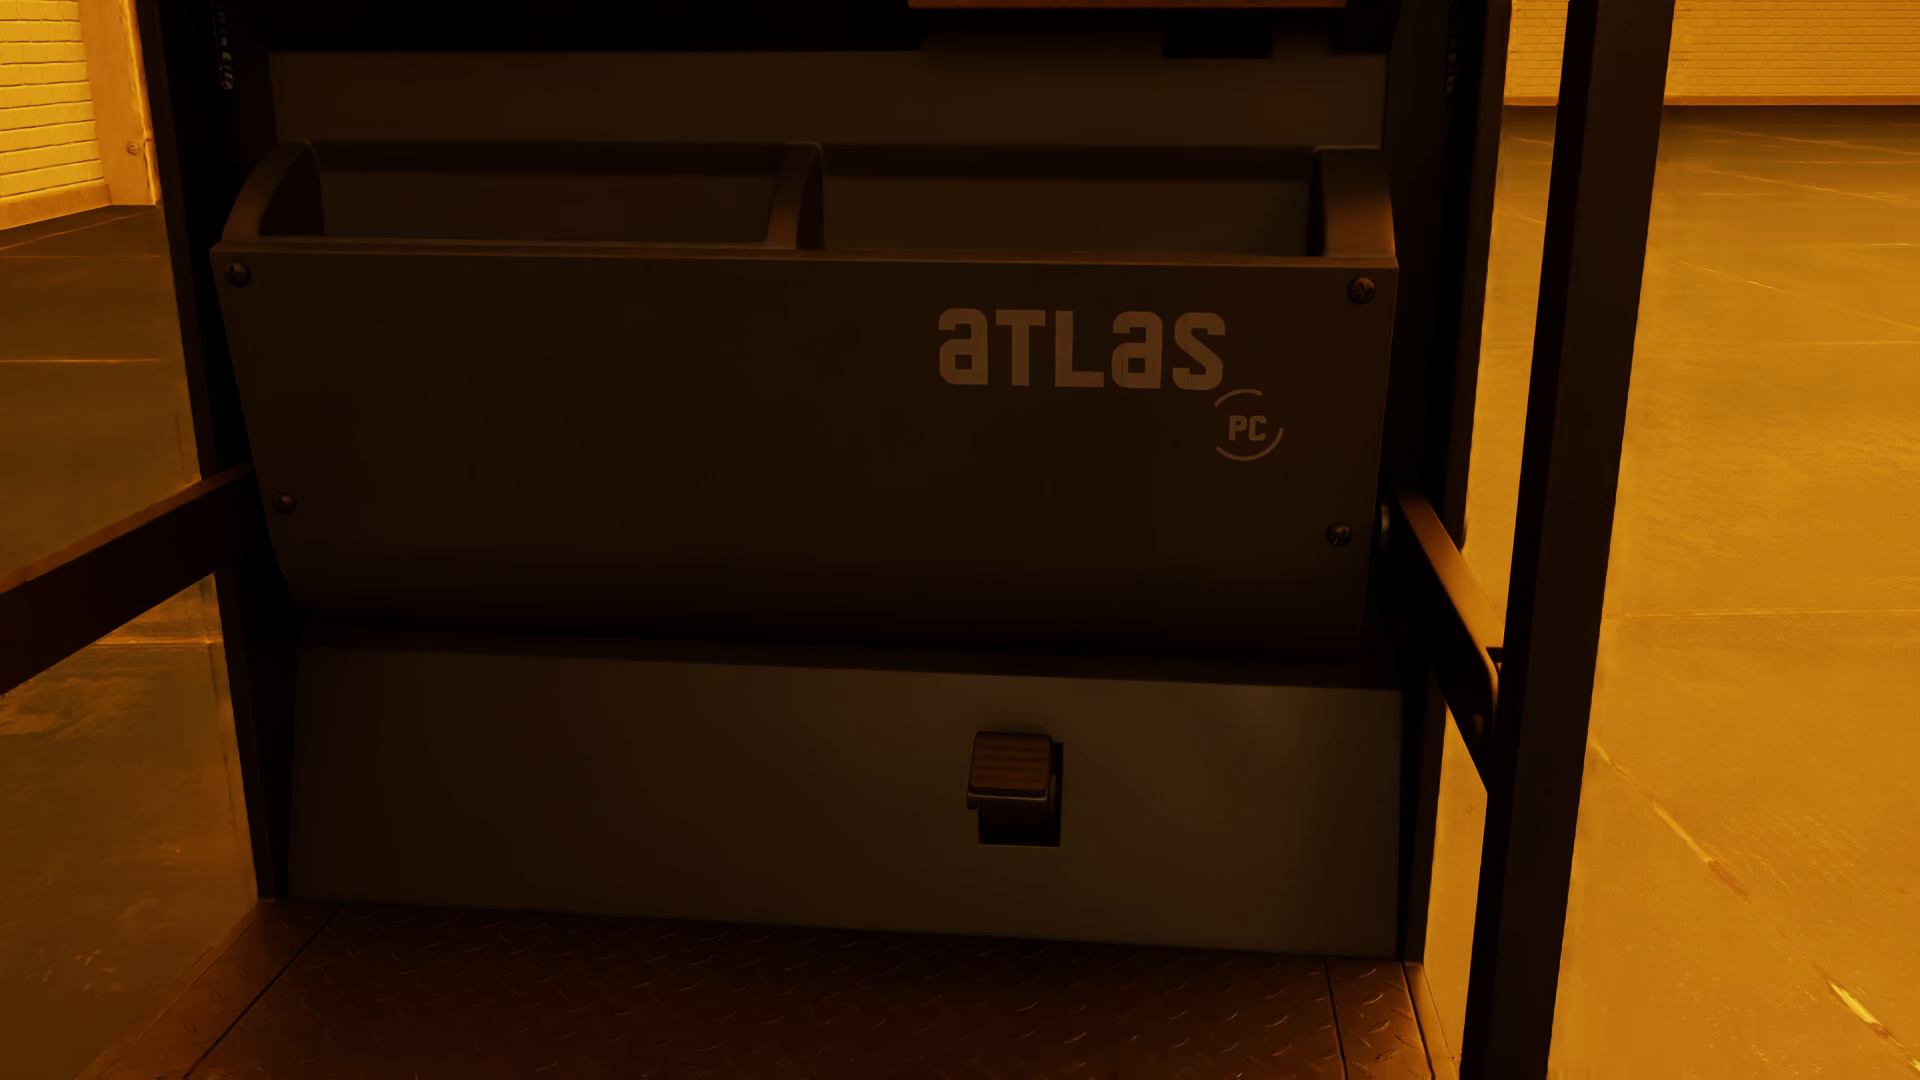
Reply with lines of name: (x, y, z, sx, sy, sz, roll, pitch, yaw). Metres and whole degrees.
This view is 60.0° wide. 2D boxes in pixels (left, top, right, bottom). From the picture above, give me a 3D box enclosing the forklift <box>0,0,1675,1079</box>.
forklift: (-0.149, -0.642, 1.007, 1.130, 2.935, 3.031, 2, 17, 6)
